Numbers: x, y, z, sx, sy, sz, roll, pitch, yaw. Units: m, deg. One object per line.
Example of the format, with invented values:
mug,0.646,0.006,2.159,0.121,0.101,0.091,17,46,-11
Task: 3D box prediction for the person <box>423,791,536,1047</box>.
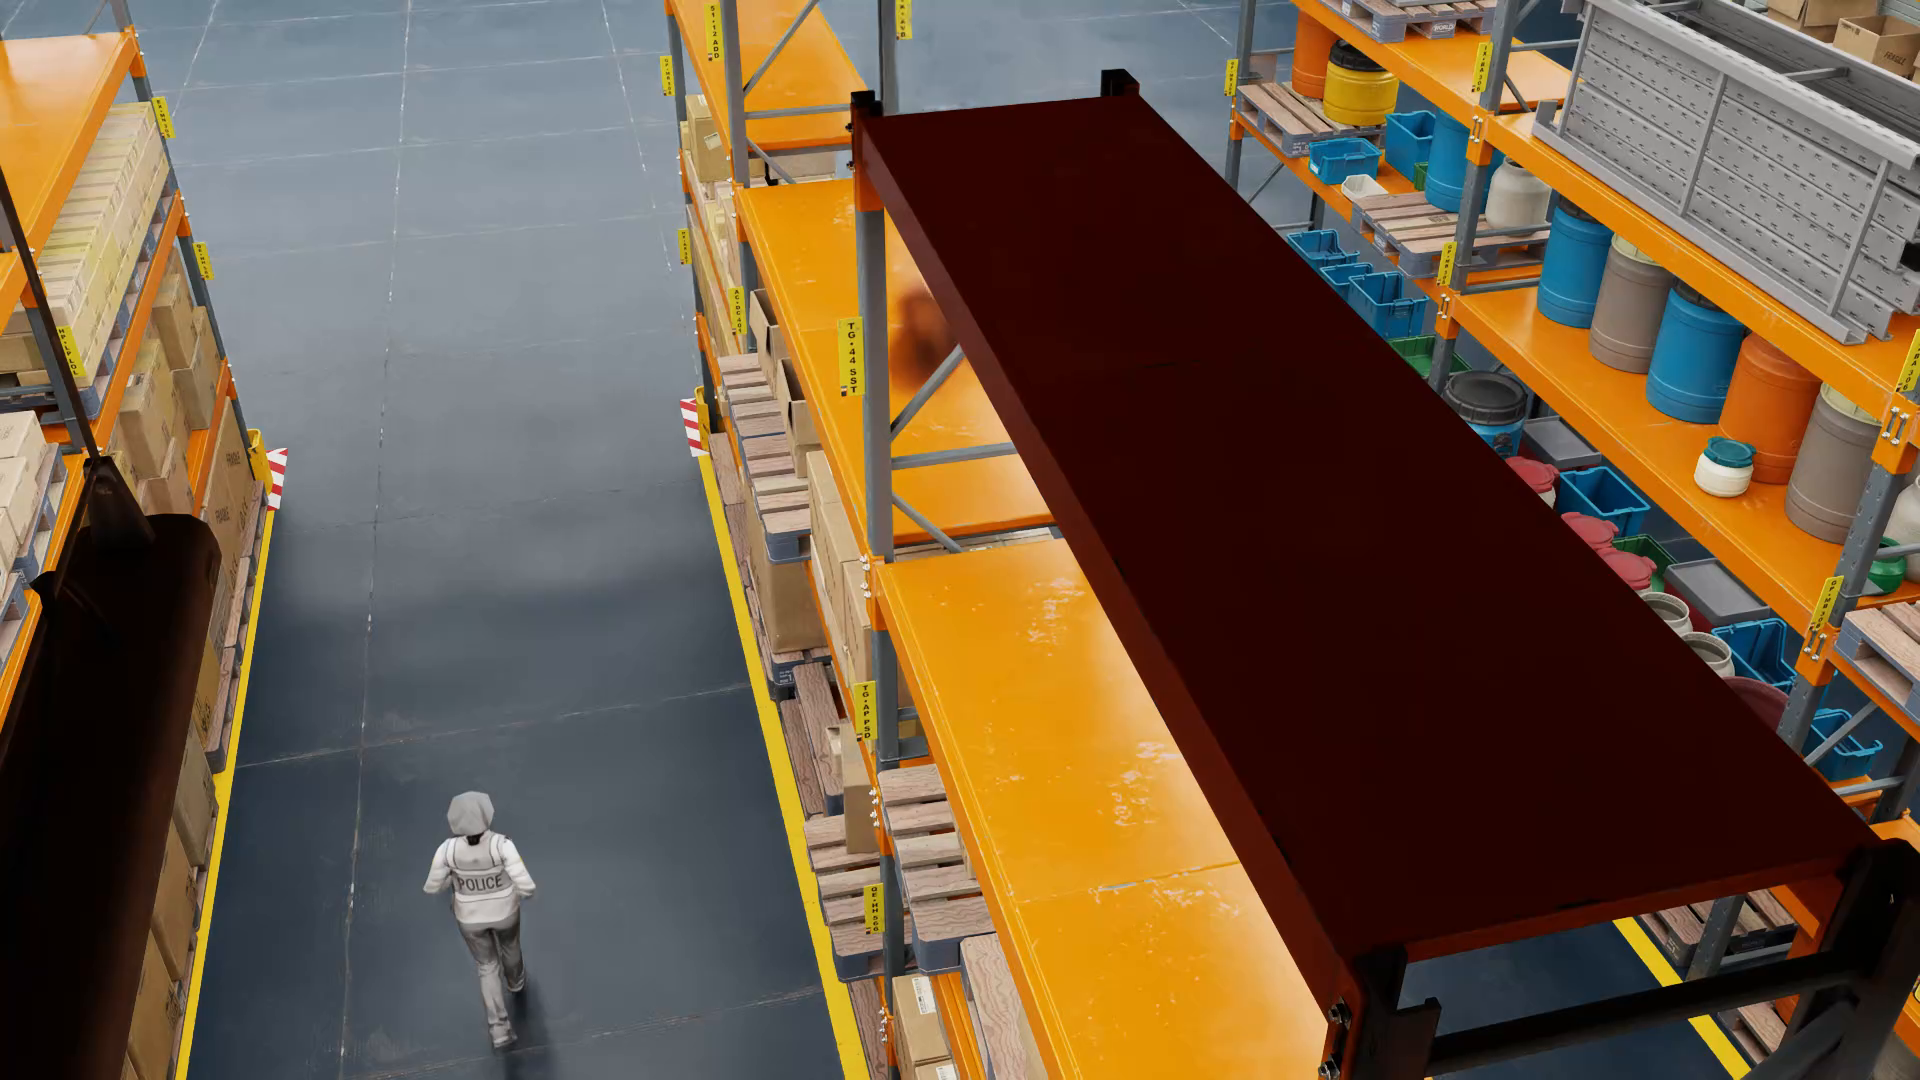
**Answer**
person,-2.676,2.134,9.419,0.610,1.694,0.860,-8,35,-11
